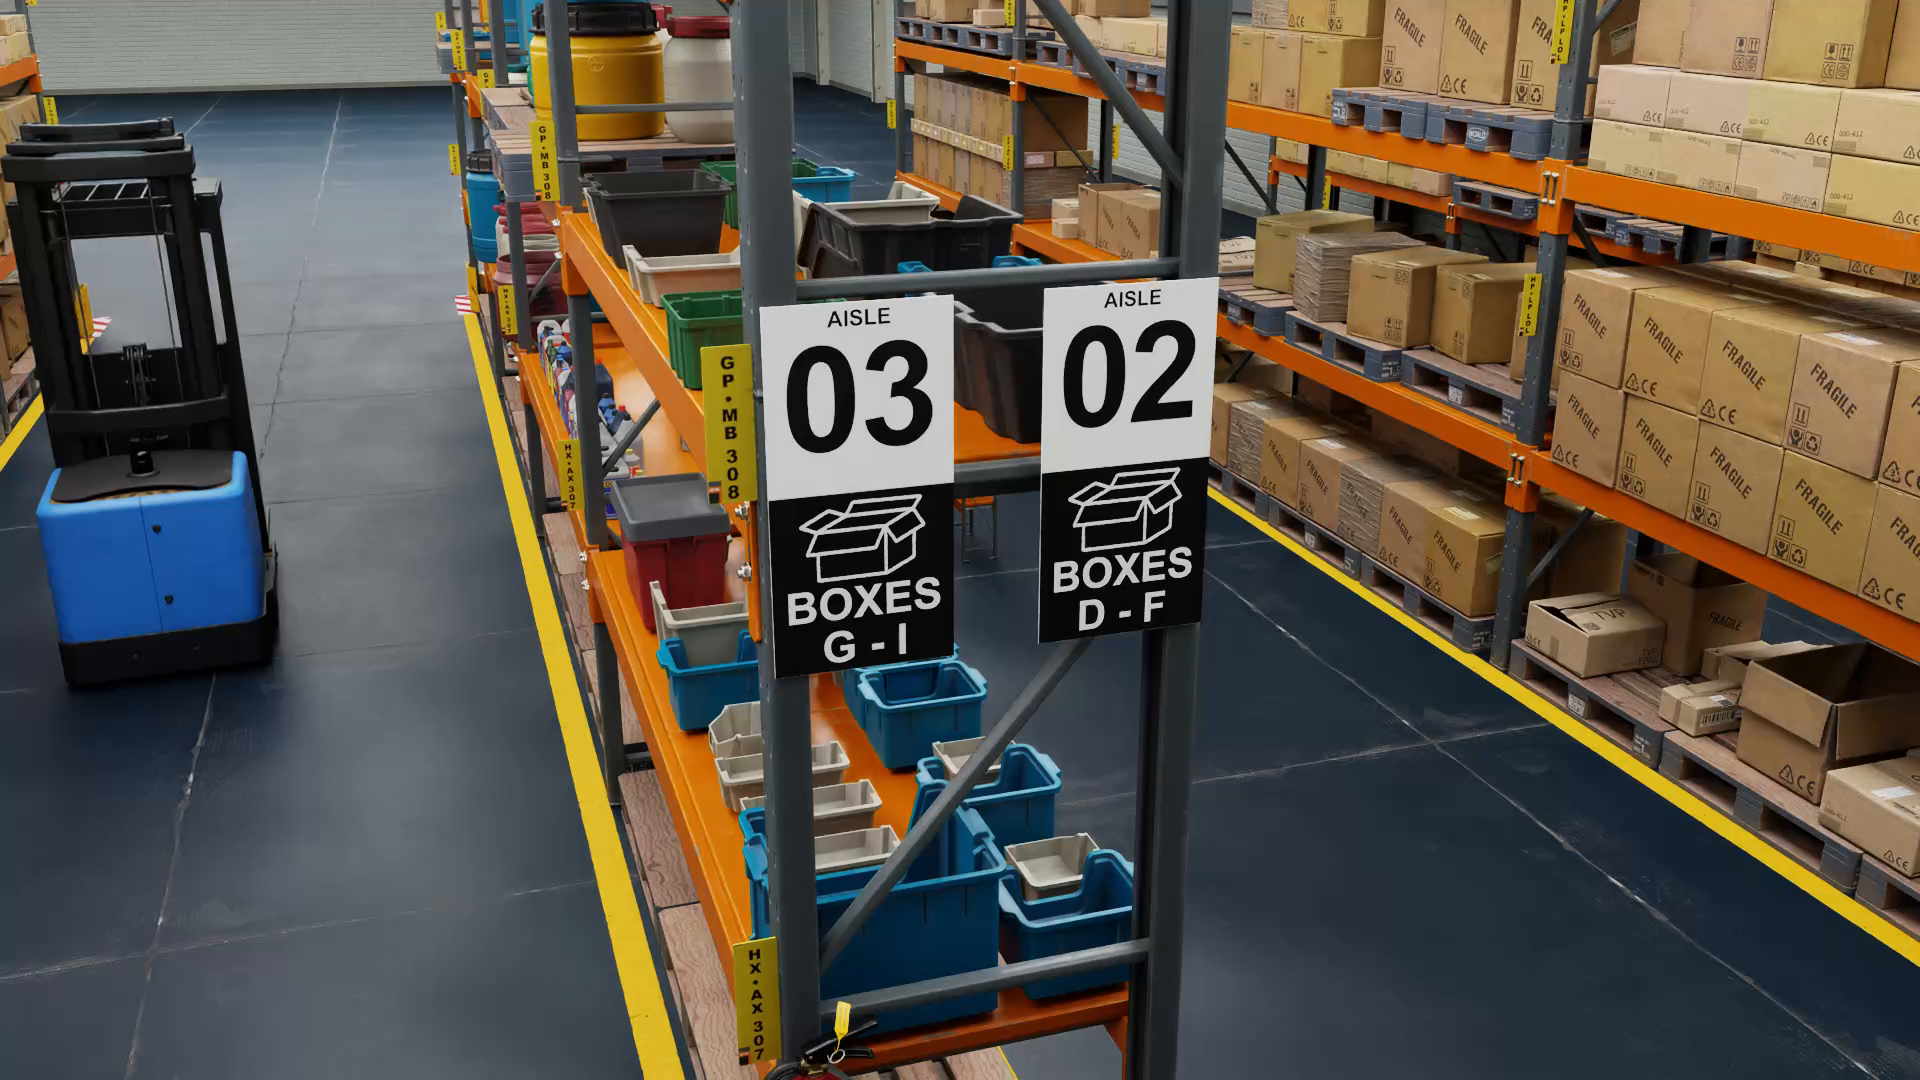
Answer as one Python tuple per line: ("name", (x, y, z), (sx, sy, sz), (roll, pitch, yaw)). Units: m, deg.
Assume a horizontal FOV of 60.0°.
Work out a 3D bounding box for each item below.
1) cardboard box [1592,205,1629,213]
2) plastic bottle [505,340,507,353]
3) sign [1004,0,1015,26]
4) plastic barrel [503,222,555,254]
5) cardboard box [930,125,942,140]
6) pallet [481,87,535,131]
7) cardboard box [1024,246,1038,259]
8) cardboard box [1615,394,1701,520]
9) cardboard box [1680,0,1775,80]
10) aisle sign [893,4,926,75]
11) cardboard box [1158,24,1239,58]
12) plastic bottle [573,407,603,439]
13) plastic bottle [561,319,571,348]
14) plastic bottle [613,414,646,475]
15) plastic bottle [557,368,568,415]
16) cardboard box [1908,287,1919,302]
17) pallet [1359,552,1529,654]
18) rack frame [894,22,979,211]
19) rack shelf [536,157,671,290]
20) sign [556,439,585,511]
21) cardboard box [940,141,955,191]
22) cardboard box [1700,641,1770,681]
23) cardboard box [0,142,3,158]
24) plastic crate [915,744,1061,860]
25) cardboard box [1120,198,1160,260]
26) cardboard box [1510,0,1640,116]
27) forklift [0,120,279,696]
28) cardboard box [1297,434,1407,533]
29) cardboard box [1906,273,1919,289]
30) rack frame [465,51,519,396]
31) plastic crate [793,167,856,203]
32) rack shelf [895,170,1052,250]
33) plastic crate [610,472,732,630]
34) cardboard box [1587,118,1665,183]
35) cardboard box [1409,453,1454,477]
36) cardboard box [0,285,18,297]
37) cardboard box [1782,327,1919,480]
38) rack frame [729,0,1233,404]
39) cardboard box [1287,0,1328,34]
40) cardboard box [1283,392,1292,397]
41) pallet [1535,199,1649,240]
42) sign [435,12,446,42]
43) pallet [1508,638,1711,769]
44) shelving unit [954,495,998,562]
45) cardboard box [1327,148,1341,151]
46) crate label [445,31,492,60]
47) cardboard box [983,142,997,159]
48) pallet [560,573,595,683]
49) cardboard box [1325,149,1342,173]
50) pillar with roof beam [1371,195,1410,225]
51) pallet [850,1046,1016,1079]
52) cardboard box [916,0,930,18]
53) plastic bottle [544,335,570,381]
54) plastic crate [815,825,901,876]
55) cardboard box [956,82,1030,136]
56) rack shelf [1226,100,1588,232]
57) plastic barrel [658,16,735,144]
("cardboard box", (6.375, -3.352, 15.514), (0.700, 0.500, 0.500), (-6, 21, -17))
("plastic bottle", (-4.193, -1.918, 15.588), (0.144, 0.351, 0.185), (-7, 21, -19))
("sign", (0.460, -4.940, 15.413), (0.100, 0.325, 0.005), (-6, 21, -17))
("plastic barrel", (-3.258, -2.141, 12.740), (0.433, 0.535, 0.433), (0, 20, 0))
("cardboard box", (-0.112, -4.548, 18.535), (0.380, 0.149, 0.250), (-7, 21, -18))
("pallet", (-2.312, -2.565, 9.963), (1.003, 0.211, 1.213), (-6, 21, -17))
("cardboard box", (0.487, -2.851, 17.253), (0.500, 0.500, 0.500), (-6, 21, -17))
("cardboard box", (3.567, -0.430, 8.030), (0.500, 0.500, 0.500), (-6, 21, -16))
("cardboard box", (3.713, -2.342, 7.434), (0.700, 0.500, 0.500), (-6, 21, -17))
("aisle sign", (-0.582, -5.803, 19.289), (0.394, 0.787, 0.004), (-6, 21, -17))
("cardboard box", (1.866, -3.868, 12.912), (0.500, 0.250, 0.500), (-6, 21, -16))
("plastic bottle", (-1.949, -0.571, 8.752), (0.152, 0.276, 0.135), (-6, 21, -17))
("plastic bottle", (-2.486, -1.283, 10.735), (0.152, 0.276, 0.135), (-6, 21, -17))
("plastic bottle", (-1.665, -0.467, 8.352), (0.144, 0.351, 0.185), (-6, 21, -17))
("plastic bottle", (-2.257, -0.854, 9.547), (0.097, 0.271, 0.097), (0, 20, 0))
("cardboard box", (7.321, -1.821, 12.391), (0.380, 0.149, 0.250), (-6, 21, -17))
("pallet", (3.210, 0.316, 10.226), (1.003, 0.211, 1.213), (-6, 21, -17))
("rack frame", (-0.271, -4.591, 19.760), (1.000, 3.000, 0.127), (-6, 21, -17))
("rack shelf", (-1.831, -1.930, 8.978), (1.077, 0.370, 4.000), (-6, 21, -17))
("sign", (-1.725, -0.287, 7.369), (0.100, 0.325, 0.005), (-6, 21, -17))
("cardboard box", (0.184, -4.159, 18.409), (0.700, 0.500, 0.500), (-6, 21, -17))
("cardboard box", (4.124, 0.661, 8.704), (0.380, 0.149, 0.250), (-6, 21, -17))
("cardboard box", (-8.634, -3.406, 14.394), (0.500, 0.500, 0.500), (-6, 21, -17))
("plastic crate", (0.083, 0.794, 4.928), (0.416, 0.233, 0.300), (-6, 21, -17))
("cardboard box", (1.701, -2.607, 14.090), (0.500, 0.500, 0.500), (-8, 21, -20))
("cardboard box", (3.413, -2.613, 8.899), (0.600, 0.600, 0.600), (-8, 21, -22))
("forklift", (-4.851, -1.010, 9.893), (1.130, 2.935, 3.031), (-7, 21, -20))
("cardboard box", (2.607, -0.382, 11.089), (0.500, 0.500, 0.500), (-7, 21, -19))
("cardboard box", (7.337, -2.070, 12.124), (0.500, 0.500, 0.500), (-6, 21, -16))
("rack frame", (-3.717, -2.782, 14.725), (1.000, 3.000, 0.127), (-6, 21, -17))
("plastic crate", (-0.613, -1.289, 6.379), (0.416, 0.233, 0.300), (-6, 21, -17))
("rack shelf", (0.358, -3.610, 18.095), (1.077, 0.370, 4.000), (-6, 21, -17))
("plastic crate", (-1.160, 0.040, 6.684), (0.402, 0.464, 0.583), (-6, 21, -17))
("cardboard box", (3.419, -1.899, 8.050), (0.500, 0.250, 0.500), (-6, 21, -17))
("cardboard box", (3.252, -0.283, 10.813), (0.500, 0.500, 0.500), (-6, 21, -17))
("cardboard box", (-9.275, -2.170, 16.098), (0.500, 0.500, 0.500), (-1, 20, -3))
("cardboard box", (3.869, -0.580, 6.967), (0.500, 0.500, 0.500), (-6, 21, -16))
("rack frame", (0.055, -1.755, 2.989), (1.000, 3.000, 0.127), (-6, 21, -17))
("cardboard box", (2.535, -3.648, 11.072), (0.500, 0.500, 0.500), (-6, 21, -17))
("cardboard box", (2.358, -1.126, 13.561), (0.500, 0.250, 0.500), (-6, 21, -17))
("pallet", (6.284, -3.092, 15.870), (1.003, 0.211, 1.213), (-6, 21, -17))
("sign", (-5.498, -5.424, 17.631), (0.100, 0.325, 0.005), (-6, 21, -17))
("pallet", (3.716, 0.793, 8.896), (1.003, 0.211, 1.213), (-6, 21, -17))
("shelving unit", (0.052, -0.512, 11.066), (0.258, 1.200, 0.503), (-6, 21, -17))
("cardboard box", (4.598, -4.899, 19.701), (0.500, 0.500, 0.500), (-7, 21, -19))
("crate label", (-4.699, -4.772, 16.046), (0.502, 0.251, 0.408), (-6, 21, -17))
("cardboard box", (0.454, -3.971, 16.929), (0.380, 0.149, 0.250), (-6, 21, -17))
("pallet", (-1.792, 0.453, 9.842), (1.003, 0.211, 1.213), (-6, 21, -17))
("cardboard box", (4.614, -4.538, 19.804), (0.500, 0.250, 0.500), (-7, 21, -18))
("pillar with roof beam", (1.385, -7.352, 18.572), (9.100, 9.000, 0.400), (-6, 21, -17))
("pallet", (-0.167, 2.112, 5.223), (1.003, 0.211, 1.213), (-6, 21, -17))
("cardboard box", (-0.094, -6.130, 18.626), (0.797, 0.503, 0.637), (-5, 20, -13))
("plastic bottle", (-2.485, -1.118, 10.276), (0.152, 0.276, 0.135), (-6, 21, -17))
("plastic crate", (-0.373, 0.922, 4.713), (0.396, 0.136, 0.243), (-6, 21, -17))
("cardboard box", (0.368, -4.590, 17.690), (0.700, 0.500, 0.500), (-6, 21, -17))
("rack shelf", (2.873, -2.455, 10.440), (1.077, 0.370, 4.000), (-6, 21, -17))
("plastic barrel", (-1.130, -2.084, 7.520), (0.433, 0.535, 0.433), (0, 20, 0))
